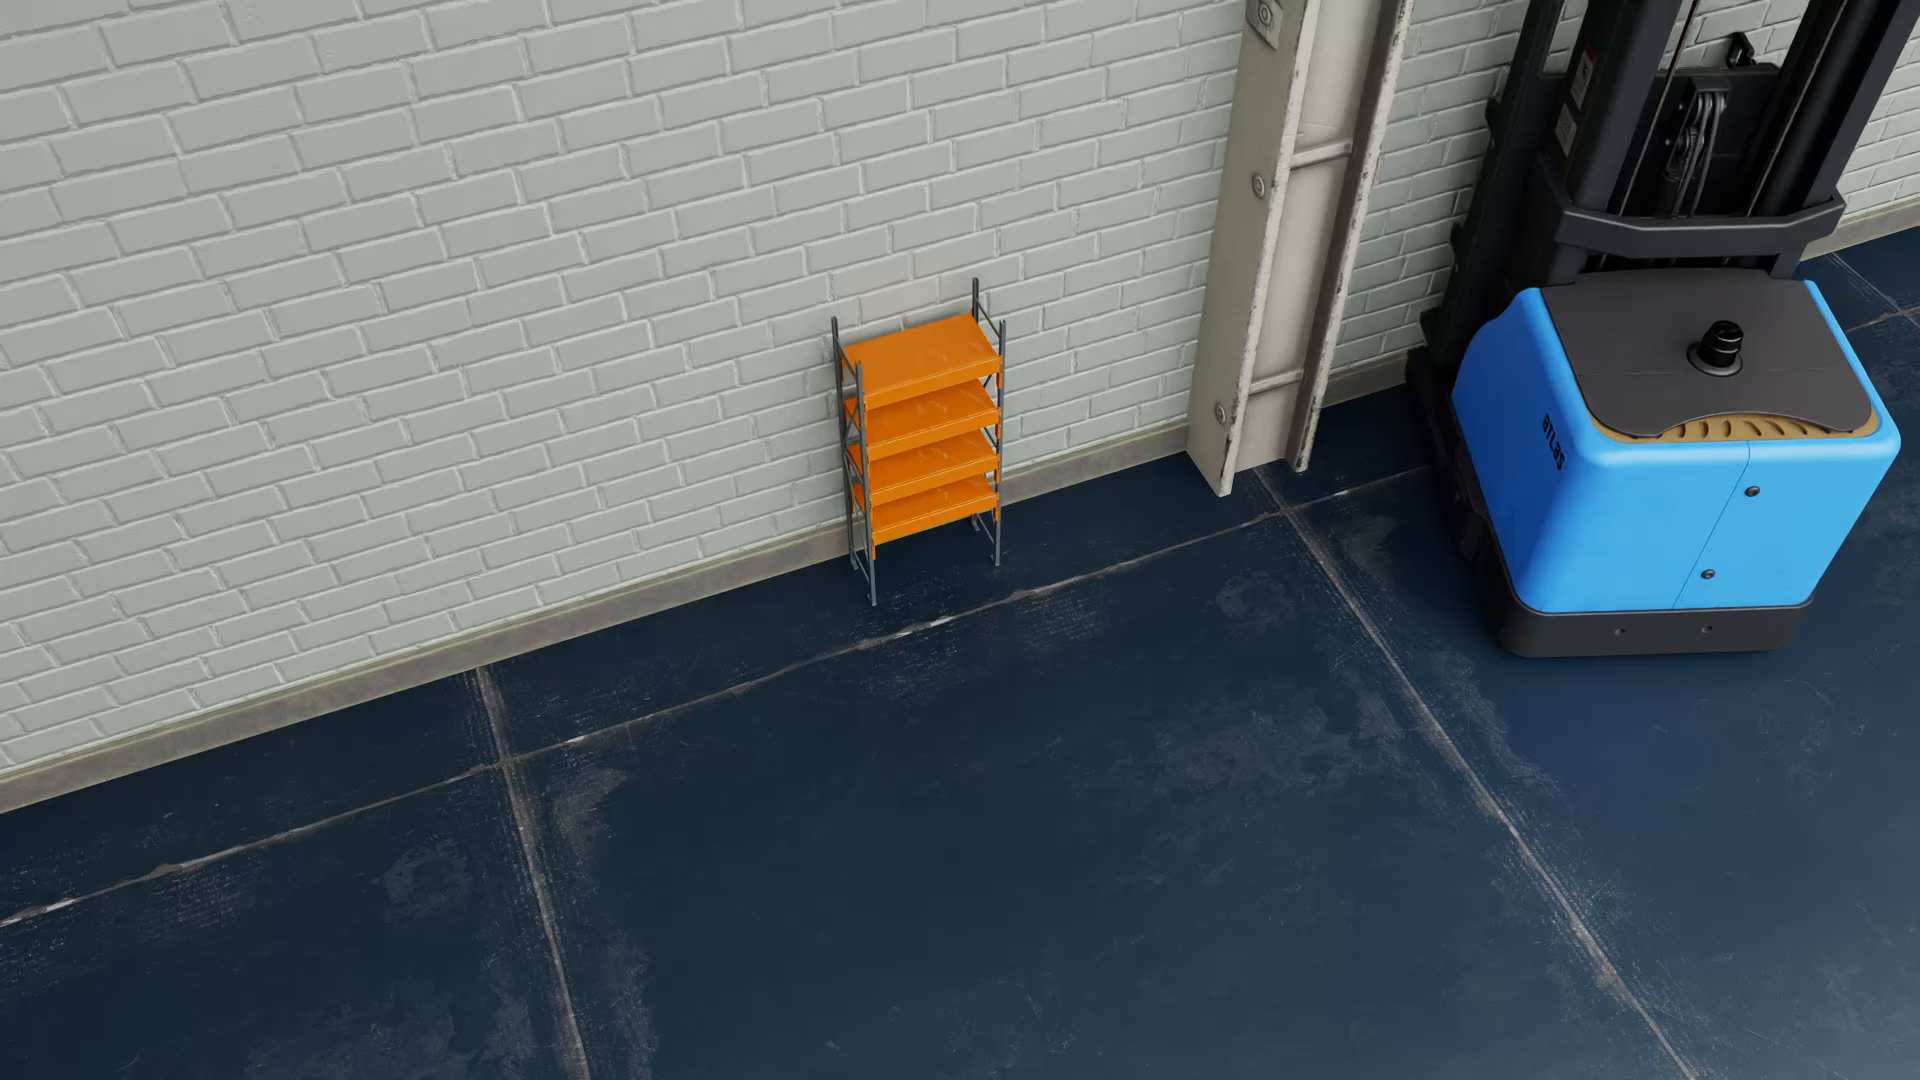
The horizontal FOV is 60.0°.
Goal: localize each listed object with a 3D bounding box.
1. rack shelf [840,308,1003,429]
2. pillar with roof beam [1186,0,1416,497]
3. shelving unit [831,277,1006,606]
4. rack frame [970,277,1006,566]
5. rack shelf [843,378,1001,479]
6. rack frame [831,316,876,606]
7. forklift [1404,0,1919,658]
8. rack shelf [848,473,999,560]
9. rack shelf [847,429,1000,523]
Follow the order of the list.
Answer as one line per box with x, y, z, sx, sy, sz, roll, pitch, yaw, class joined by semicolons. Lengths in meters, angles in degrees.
-0.132;-0.563;5.424;0.480;0.148;0.258;-18;52;-15;rack shelf
2.747;-0.238;0.523;0.400;9.000;9.100;-17;52;-14;pillar with roof beam
-0.132;-0.307;5.722;0.503;1.200;0.258;-18;52;-15;shelving unit
0.093;-0.378;5.784;0.015;1.200;0.240;-18;52;-15;rack frame
-0.132;-0.409;5.604;0.480;0.148;0.258;-18;52;-15;rack shelf
-0.357;-0.235;5.661;0.015;1.200;0.240;-18;52;-15;rack frame
2.355;-1.657;5.741;1.130;2.935;3.031;-2;49;-1;forklift
-0.132;-0.134;5.924;0.480;0.148;0.258;-18;52;-15;rack shelf
-0.132;-0.263;5.773;0.480;0.148;0.258;-18;52;-15;rack shelf
